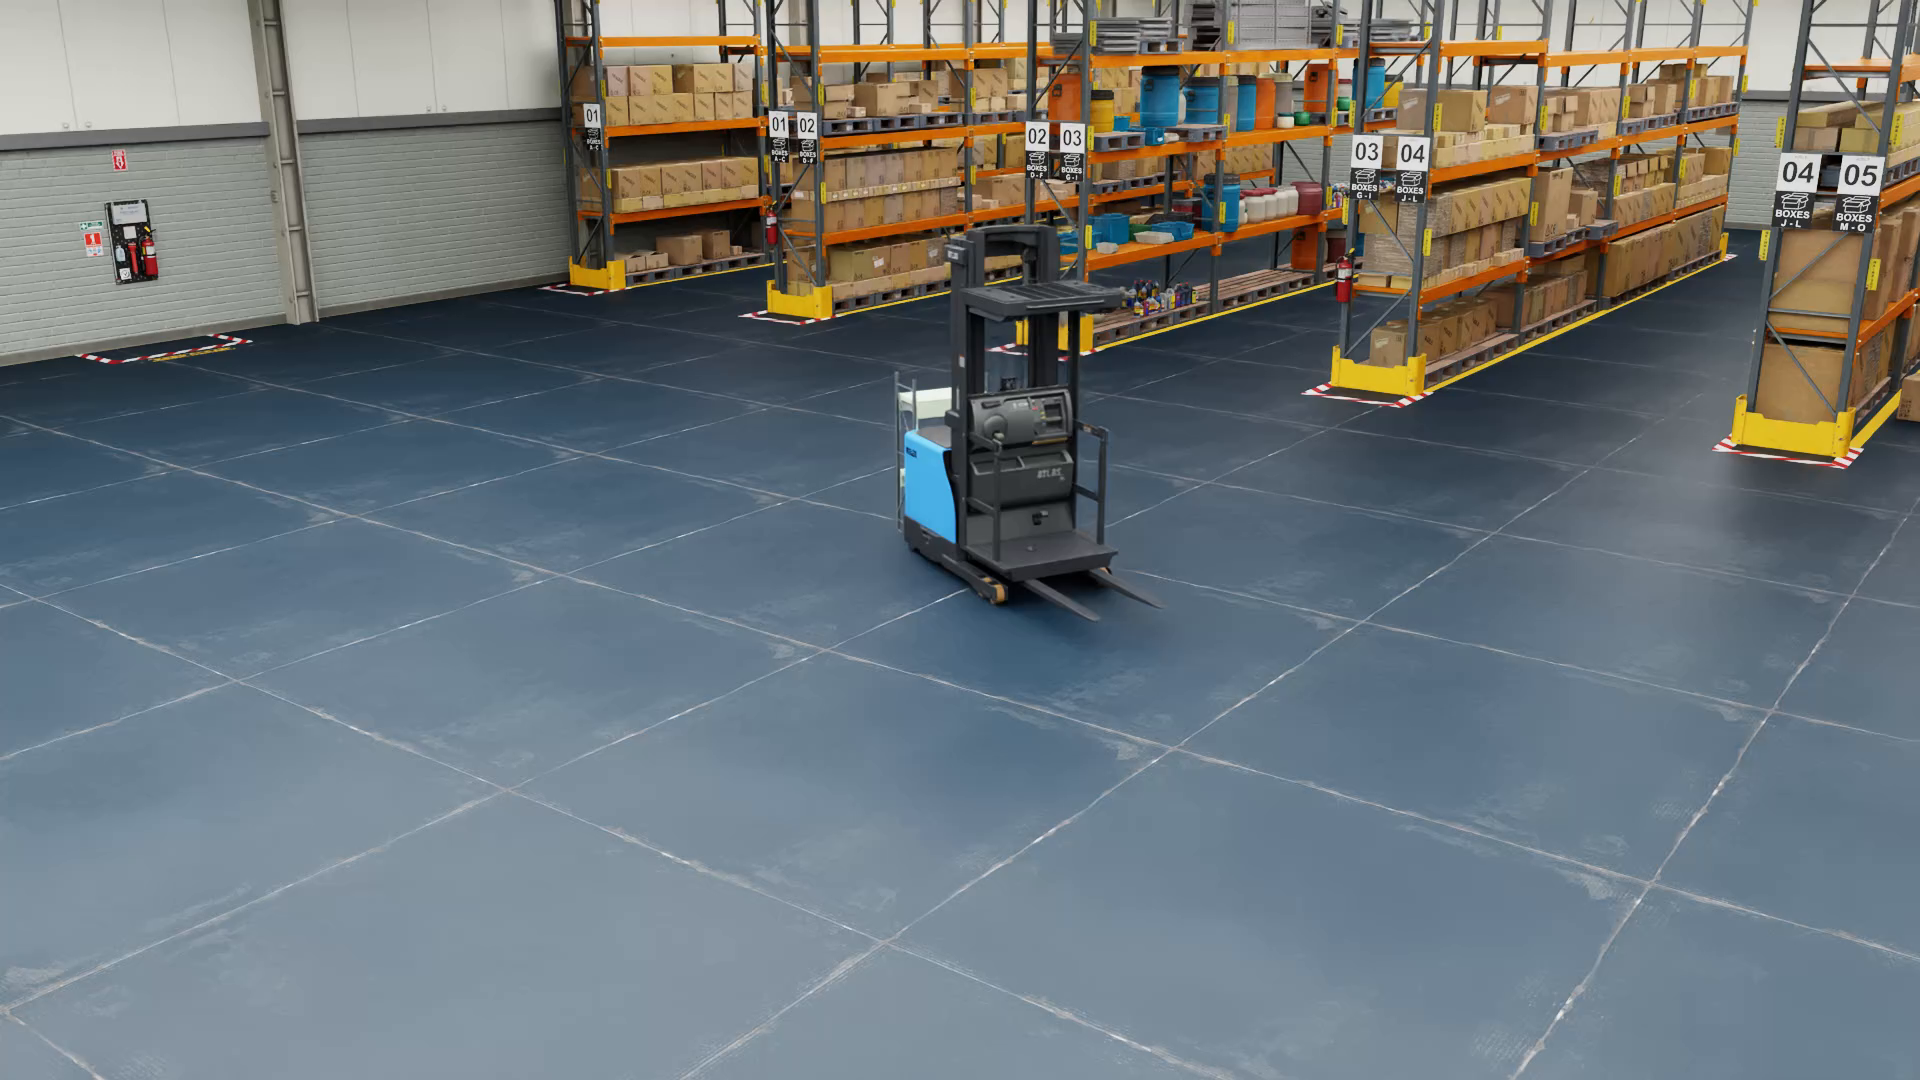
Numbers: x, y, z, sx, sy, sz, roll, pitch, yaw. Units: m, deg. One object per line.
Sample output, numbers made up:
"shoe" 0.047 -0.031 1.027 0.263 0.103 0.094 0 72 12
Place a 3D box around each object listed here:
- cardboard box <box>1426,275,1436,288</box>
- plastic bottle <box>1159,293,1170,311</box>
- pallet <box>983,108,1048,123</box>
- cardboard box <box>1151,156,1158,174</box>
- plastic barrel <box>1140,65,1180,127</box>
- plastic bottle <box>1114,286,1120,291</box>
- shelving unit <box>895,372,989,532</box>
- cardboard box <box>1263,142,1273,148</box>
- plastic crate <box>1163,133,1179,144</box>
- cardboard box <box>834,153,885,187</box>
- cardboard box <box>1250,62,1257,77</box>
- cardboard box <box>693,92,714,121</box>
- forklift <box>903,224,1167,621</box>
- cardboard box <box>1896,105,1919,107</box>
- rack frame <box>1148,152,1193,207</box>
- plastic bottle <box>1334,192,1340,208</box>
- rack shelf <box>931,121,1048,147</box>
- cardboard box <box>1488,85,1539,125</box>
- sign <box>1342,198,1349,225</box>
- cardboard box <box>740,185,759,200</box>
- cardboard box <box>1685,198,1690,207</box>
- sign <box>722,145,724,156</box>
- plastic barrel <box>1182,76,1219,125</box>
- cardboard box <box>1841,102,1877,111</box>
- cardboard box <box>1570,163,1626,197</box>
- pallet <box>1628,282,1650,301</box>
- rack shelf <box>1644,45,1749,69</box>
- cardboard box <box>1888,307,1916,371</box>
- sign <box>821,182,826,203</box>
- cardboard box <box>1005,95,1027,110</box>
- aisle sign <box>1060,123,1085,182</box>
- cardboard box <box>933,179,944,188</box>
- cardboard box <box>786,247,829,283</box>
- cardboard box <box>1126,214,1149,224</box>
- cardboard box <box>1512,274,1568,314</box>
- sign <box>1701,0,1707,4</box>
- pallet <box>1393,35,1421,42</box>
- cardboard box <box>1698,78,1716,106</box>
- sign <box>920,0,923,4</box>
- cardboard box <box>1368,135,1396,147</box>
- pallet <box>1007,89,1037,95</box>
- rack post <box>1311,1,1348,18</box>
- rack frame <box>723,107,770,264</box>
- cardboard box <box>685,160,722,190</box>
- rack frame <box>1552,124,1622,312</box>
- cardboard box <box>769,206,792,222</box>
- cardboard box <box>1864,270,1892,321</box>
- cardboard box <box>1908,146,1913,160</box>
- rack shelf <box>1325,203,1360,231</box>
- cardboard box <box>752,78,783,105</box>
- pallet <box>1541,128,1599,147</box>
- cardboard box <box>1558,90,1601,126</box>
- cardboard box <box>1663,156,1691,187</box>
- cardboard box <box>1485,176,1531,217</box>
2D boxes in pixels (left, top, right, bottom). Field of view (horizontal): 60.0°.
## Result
"cardboard box" 5.880 -3.337 21.362 0.380 0.149 0.250 12 21 35
"plastic bottle" 3.201 -3.748 26.111 0.152 0.276 0.135 13 21 36
"pallet" 1.171 -7.930 30.989 1.003 0.211 1.213 14 22 37
"cardboard box" 3.730 -7.985 35.028 0.500 0.500 0.700 -16 23 -42
"plastic barrel" 3.081 -6.857 25.663 0.600 0.901 0.708 12 21 35
"plastic bottle" 2.470 -3.839 26.278 0.144 0.351 0.185 13 22 37
"shelving unit" -0.166 -0.810 15.328 0.755 1.500 0.431 -9 19 -26
"cardboard box" 6.890 -9.308 38.311 0.500 0.500 0.500 12 21 34
"plastic crate" 3.129 -6.056 25.080 0.243 0.136 0.396 12 21 35
"cardboard box" -1.670 -6.162 27.678 0.700 0.500 0.500 13 21 35
"cardboard box" 6.276 -10.666 37.626 0.700 0.500 0.500 12 21 35
"cardboard box" -4.910 -8.023 30.767 0.500 0.500 0.500 11 21 33
"forklift" 0.614 -1.025 13.608 1.130 2.935 3.031 -9 19 -26
"cardboard box" 11.096 -4.984 19.386 0.380 0.149 0.250 13 21 35
"rack frame" 4.551 -7.985 35.904 1.000 3.000 0.127 12 21 35
"plastic bottle" 6.894 -6.216 30.406 0.061 0.283 0.133 12 21 35
"rack shelf" 0.976 -7.645 30.964 1.077 0.370 4.000 12 21 35
"cardboard box" 7.675 -6.037 23.061 0.500 0.500 0.500 12 21 33
"sign" 4.921 -4.182 21.174 0.100 0.325 0.005 12 21 35
"cardboard box" -4.235 -6.725 32.068 0.500 0.250 0.500 12 21 35
"cardboard box" 13.261 -6.250 30.743 0.380 0.149 0.250 13 22 36
"sign" -4.644 -7.604 32.726 0.100 0.325 0.005 12 21 35
"plastic barrel" 3.889 -7.035 26.942 0.600 0.901 0.708 12 21 35
"cardboard box" 10.869 -5.221 20.150 0.380 0.149 0.250 12 21 34
"cardboard box" 10.570 -5.979 27.585 0.797 0.503 0.637 13 22 37
"pallet" 11.379 -4.413 29.104 1.003 0.211 1.213 12 21 35
"rack shelf" 13.696 -9.040 31.075 1.077 0.370 4.000 12 21 35
"cardboard box" 11.959 -2.717 22.028 1.050 0.750 0.750 12 21 34
"sign" -2.157 -5.478 26.240 0.100 0.325 0.005 12 21 35
"cardboard box" 0.973 -8.085 30.715 0.500 0.250 0.500 10 20 30
"aisle sign" 1.569 -5.423 23.272 0.394 0.787 0.004 12 21 35
"cardboard box" -0.508 -6.213 28.936 0.380 0.149 0.250 12 21 33
"cardboard box" -2.518 -4.552 27.516 0.500 0.500 0.500 12 21 35
"cardboard box" 3.586 -6.476 34.518 0.500 0.500 0.500 12 21 33
"cardboard box" 9.086 -3.863 26.105 0.700 0.500 0.500 15 23 39
"sign" 12.948 -9.489 28.925 0.100 0.325 0.005 12 21 35
"pallet" 8.059 -9.490 31.629 1.003 0.211 1.213 12 21 35
"cardboard box" 13.672 -8.386 31.092 0.700 0.500 0.500 14 22 37
"sign" -0.658 -9.521 29.028 0.100 0.325 0.005 12 21 35
"cardboard box" 5.270 -5.048 20.970 0.380 0.149 0.250 12 21 35
"pallet" 1.066 -10.442 38.910 1.003 0.211 1.213 12 21 35
"rack post" 6.529 -9.470 29.702 0.624 0.289 0.986 12 21 35
"rack frame" -4.196 -6.954 32.585 1.000 3.000 0.127 12 21 35
"cardboard box" -4.831 -6.845 31.188 0.500 0.500 0.500 12 21 33
"rack frame" 10.121 -5.281 27.197 1.000 3.000 0.127 12 21 35
"cardboard box" -3.511 -6.612 33.693 0.500 0.250 0.500 12 21 34
"cardboard box" 10.207 -2.889 19.241 0.875 0.550 0.550 12 21 35
"cardboard box" 10.492 -4.361 18.725 0.380 0.149 0.250 12 21 34
"rack shelf" 7.335 -6.289 31.656 1.077 0.370 4.000 12 21 35
"cardboard box" -3.806 -8.751 32.436 0.500 0.500 0.500 16 24 42
"pallet" 8.807 -6.047 24.922 1.213 0.211 1.003 12 21 35
"cardboard box" 9.434 -6.603 25.384 0.500 0.500 0.500 13 21 36
"cardboard box" 12.995 -6.731 30.353 0.500 0.500 0.500 12 21 35
"cardboard box" 7.691 -4.839 23.420 0.500 0.500 0.500 12 21 35
